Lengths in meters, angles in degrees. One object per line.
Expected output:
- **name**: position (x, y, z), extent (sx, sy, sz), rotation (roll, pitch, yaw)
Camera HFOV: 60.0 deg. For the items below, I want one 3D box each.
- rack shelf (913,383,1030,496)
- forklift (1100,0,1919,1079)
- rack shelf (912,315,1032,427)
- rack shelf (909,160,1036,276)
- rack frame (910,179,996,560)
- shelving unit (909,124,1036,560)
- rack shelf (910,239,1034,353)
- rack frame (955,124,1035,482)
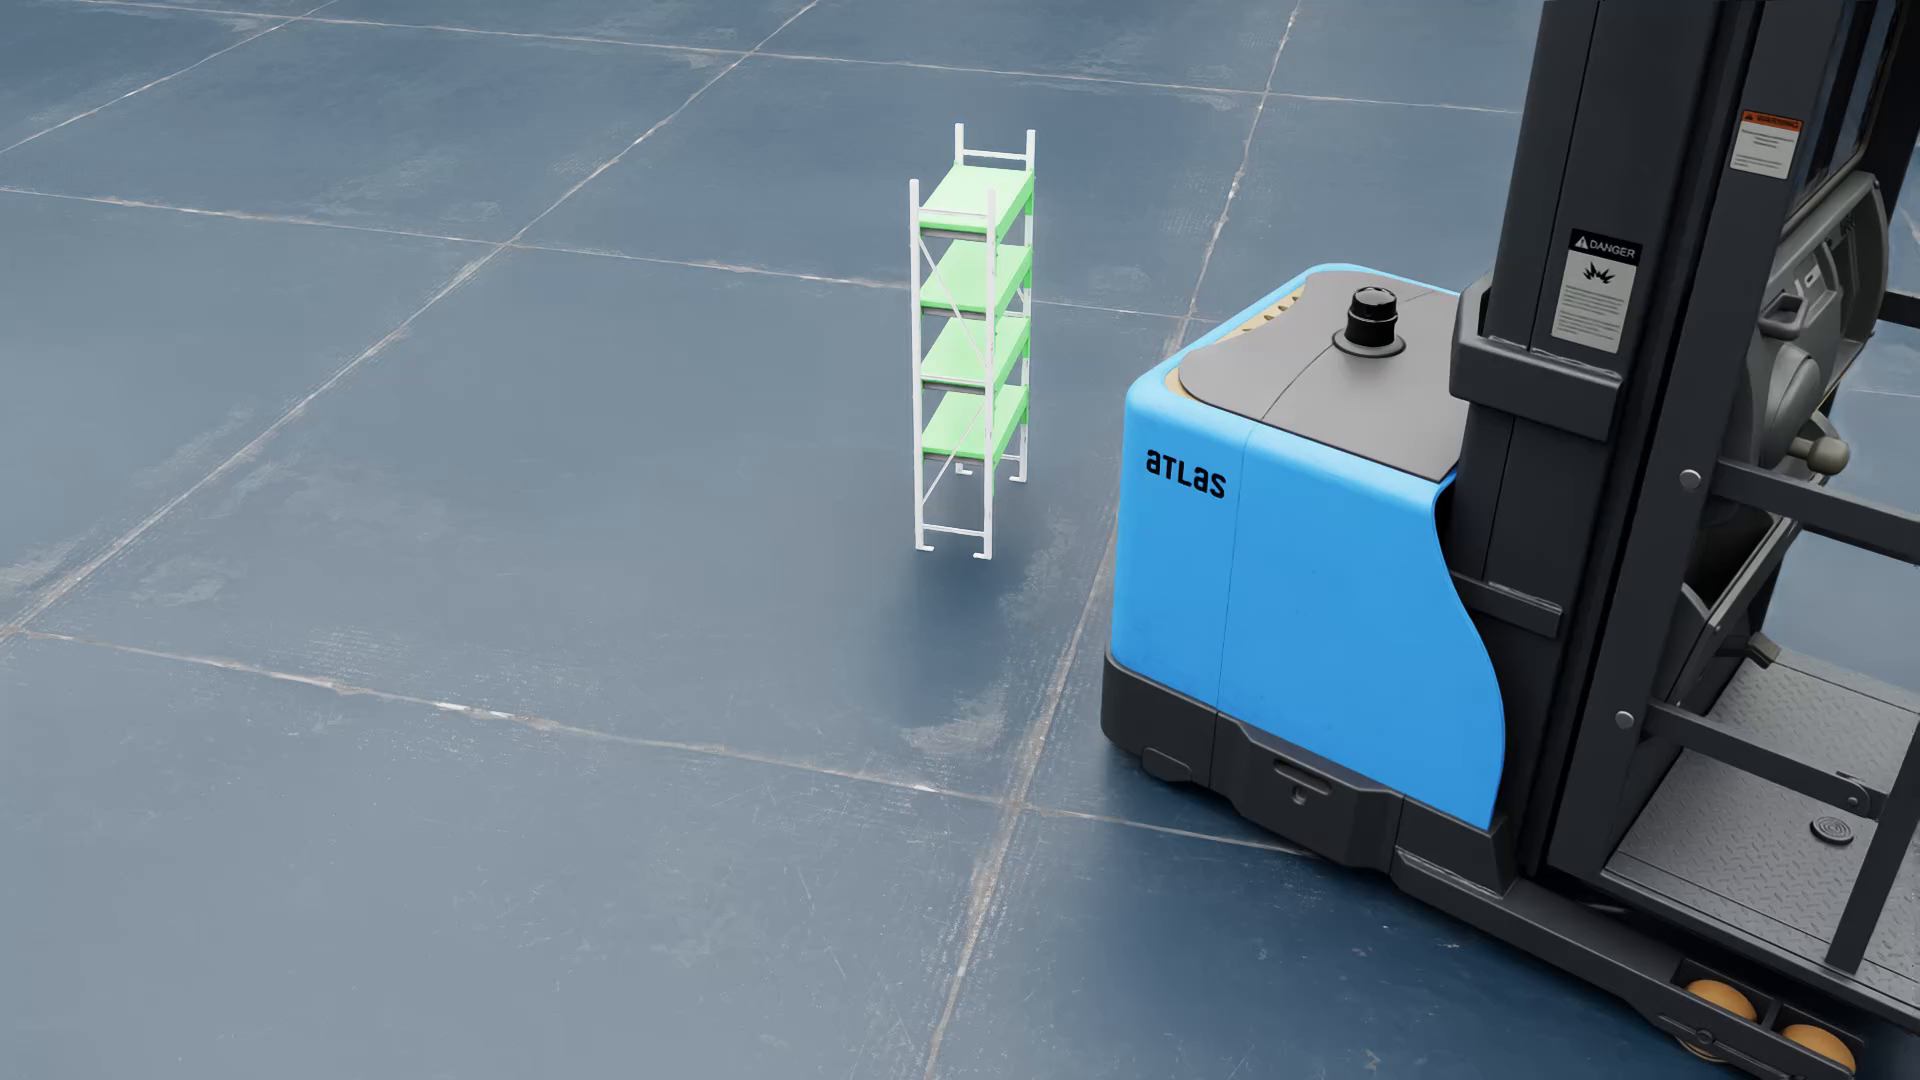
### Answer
- **rack shelf**: position (0.042, -0.336, 5.226), extent (0.258, 0.148, 0.480), rotation (8, 33, 12)
- **forklift**: position (1.834, -0.395, 3.139), extent (3.031, 2.935, 1.130), rotation (23, 39, 32)
- **rack shelf**: position (0.042, -0.538, 5.098), extent (0.258, 0.148, 0.480), rotation (8, 33, 12)
- **rack shelf**: position (0.042, -0.943, 4.840), extent (0.258, 0.148, 0.480), rotation (8, 33, 12)
- **rack frame**: position (-0.020, -0.466, 4.864), extent (0.240, 1.200, 0.015), rotation (8, 33, 12)
- **shelving unit**: position (0.042, -0.592, 5.063), extent (0.258, 1.200, 0.503), rotation (8, 33, 12)
- **rack shelf**: position (0.042, -0.741, 4.969), extent (0.258, 0.148, 0.480), rotation (8, 33, 12)
- **rack frame**: position (0.104, -0.719, 5.262), extent (0.240, 1.200, 0.015), rotation (8, 33, 12)
